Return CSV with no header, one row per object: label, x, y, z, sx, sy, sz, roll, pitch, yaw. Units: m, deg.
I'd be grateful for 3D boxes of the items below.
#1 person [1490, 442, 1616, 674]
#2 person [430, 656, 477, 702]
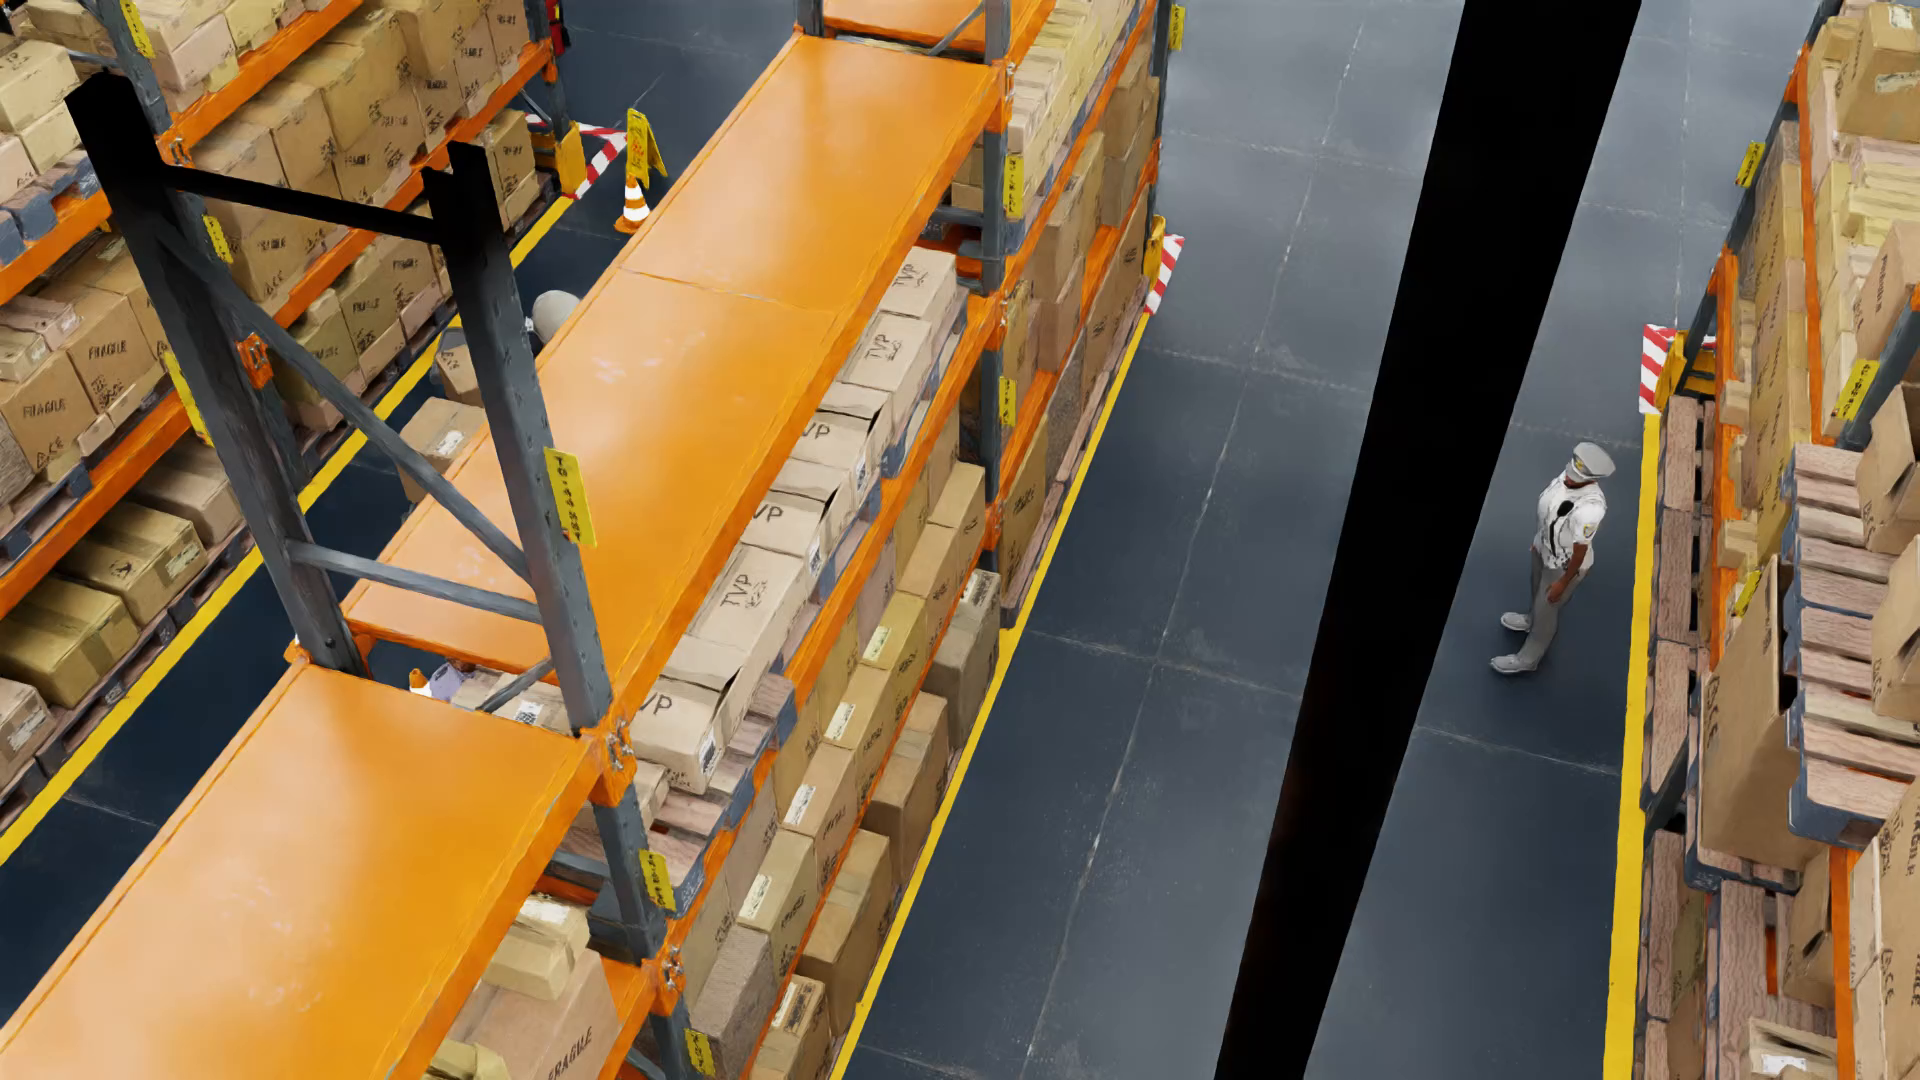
person,3.500,0.093,9.851,0.443,1.680,0.545,-3,46,-2
person,-2.476,1.074,8.917,0.523,1.619,0.496,-31,53,-27
